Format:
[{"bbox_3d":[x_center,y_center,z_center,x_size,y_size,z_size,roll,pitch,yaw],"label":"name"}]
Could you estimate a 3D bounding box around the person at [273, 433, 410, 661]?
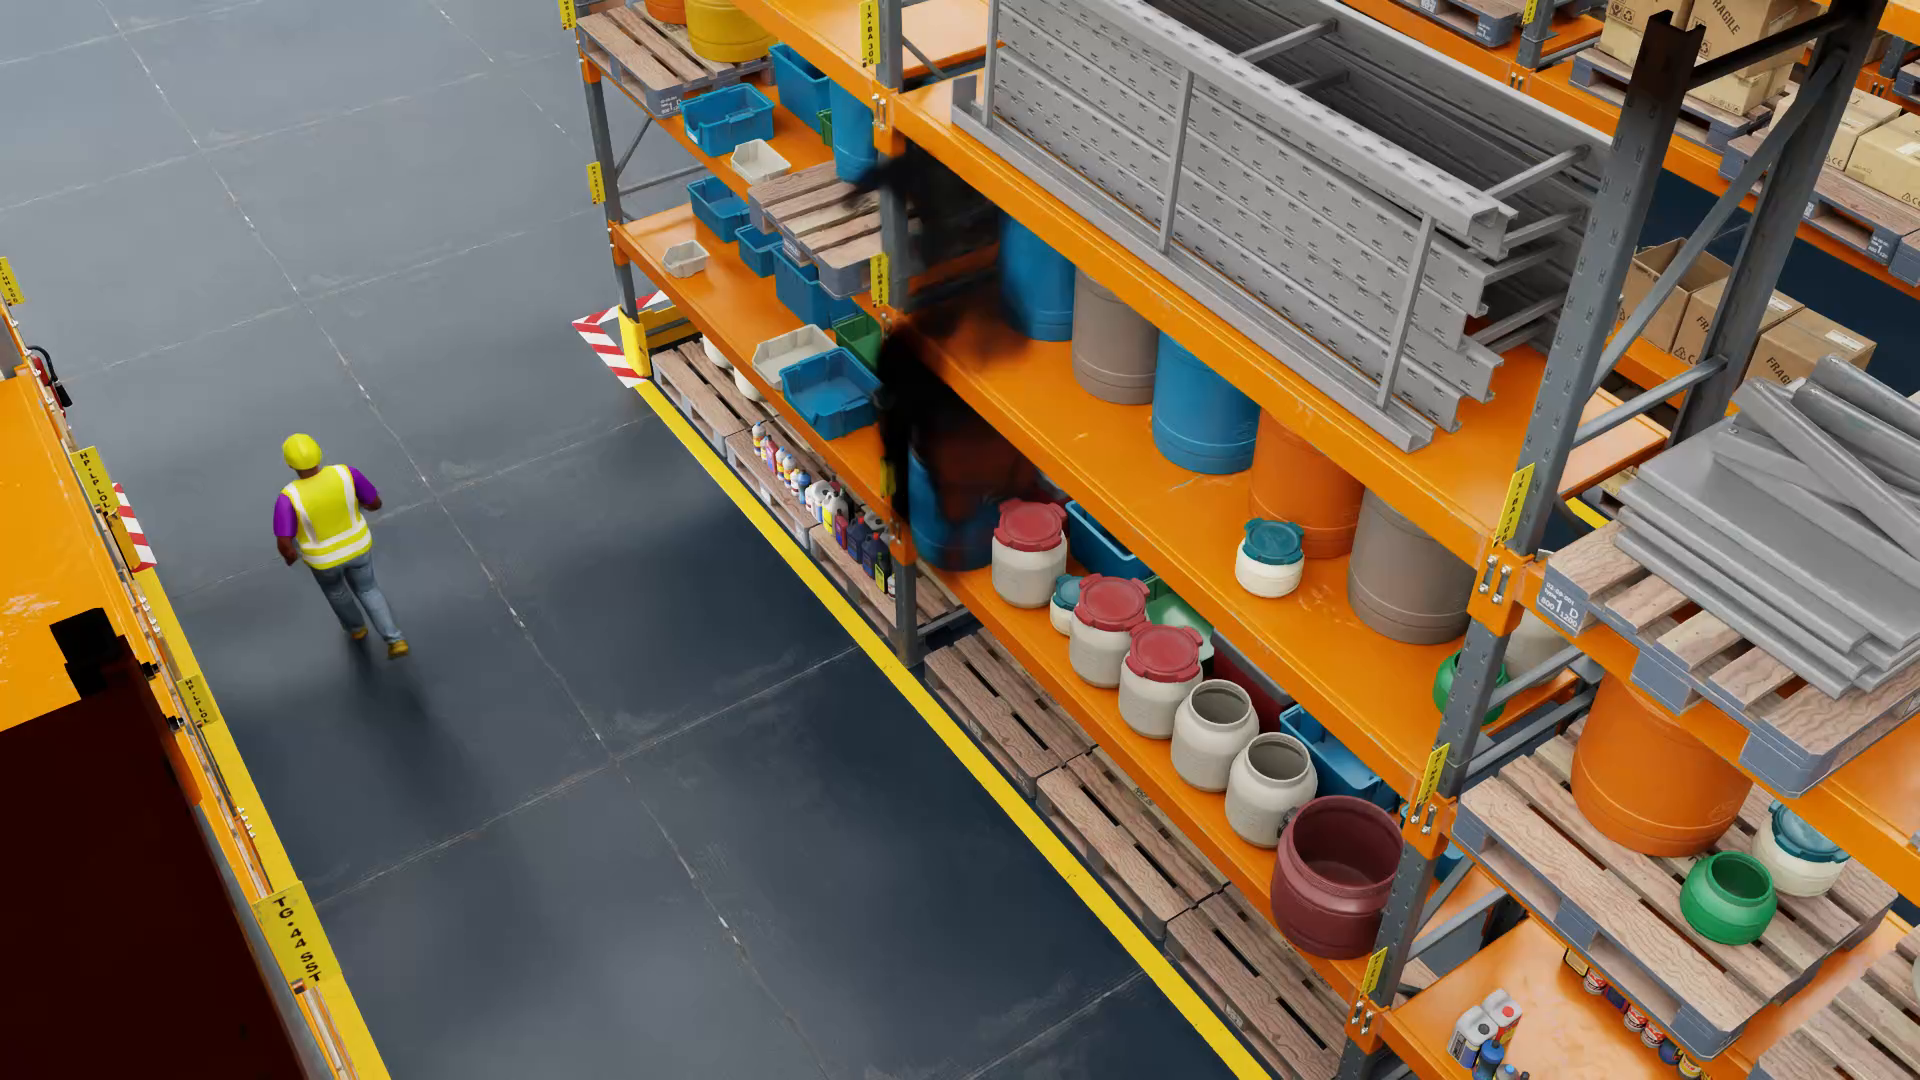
[{"bbox_3d":[-3.864,0.094,10.372,0.686,1.744,0.900,-27,49,-26],"label":"person"}]
